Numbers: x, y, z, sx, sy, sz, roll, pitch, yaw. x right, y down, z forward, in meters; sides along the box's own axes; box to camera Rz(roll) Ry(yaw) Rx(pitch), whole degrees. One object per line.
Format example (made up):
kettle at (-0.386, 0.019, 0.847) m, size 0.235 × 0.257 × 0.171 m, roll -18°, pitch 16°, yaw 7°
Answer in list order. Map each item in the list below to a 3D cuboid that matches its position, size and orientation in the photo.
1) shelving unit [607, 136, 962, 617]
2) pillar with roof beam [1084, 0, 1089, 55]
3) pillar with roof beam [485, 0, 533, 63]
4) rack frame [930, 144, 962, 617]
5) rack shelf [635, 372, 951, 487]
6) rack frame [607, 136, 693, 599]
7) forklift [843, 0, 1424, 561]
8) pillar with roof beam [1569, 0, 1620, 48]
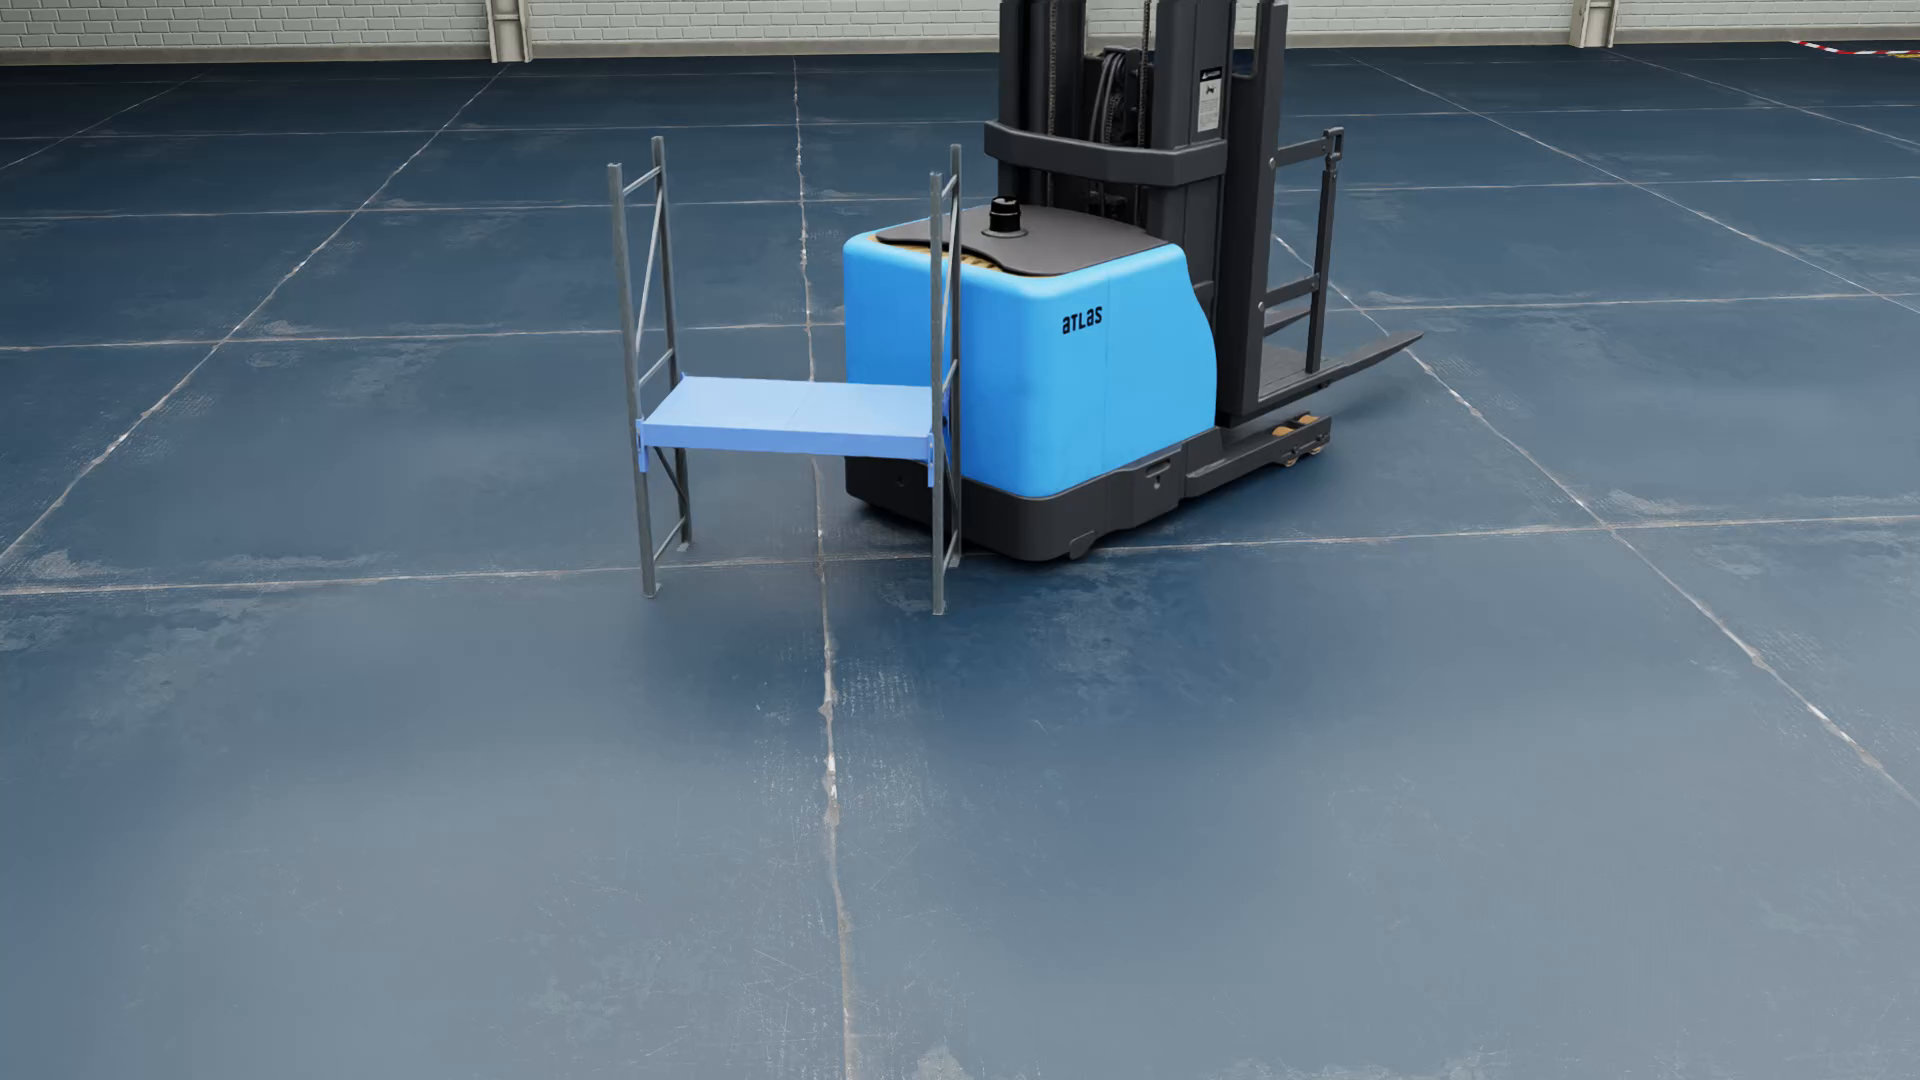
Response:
shelving unit at (-0.547, -0.553, 5.647) m, size 1.048 × 1.500 × 0.538 m, roll 3°, pitch 24°, yaw 7°
pillar with roof beam at (1.606, -7.746, 12.598) m, size 0.400 × 9.000 × 9.100 m, roll -2°, pitch 24°, yaw -5°
pillar with roof beam at (-4.365, -7.507, 12.060) m, size 0.400 × 9.000 × 9.100 m, roll -2°, pitch 24°, yaw -5°
rack frame at (-0.044, -0.525, 5.586) m, size 0.032 × 1.500 × 0.500 m, roll 3°, pitch 24°, yaw 7°
rack shelf at (-0.547, -0.389, 5.720) m, size 1.000 × 0.185 × 0.538 m, roll 3°, pitch 24°, yaw 7°
rack frame at (-1.051, -0.580, 5.709) m, size 0.032 × 1.500 × 0.500 m, roll 3°, pitch 24°, yaw 7°
forklift at (0.931, -1.772, 6.628) m, size 1.130 × 2.935 × 3.031 m, roll 21°, pitch 31°, yaw 39°
pillar with roof beam at (7.576, -7.986, 13.137) m, size 0.400 × 9.000 × 9.100 m, roll -2°, pitch 24°, yaw -5°
